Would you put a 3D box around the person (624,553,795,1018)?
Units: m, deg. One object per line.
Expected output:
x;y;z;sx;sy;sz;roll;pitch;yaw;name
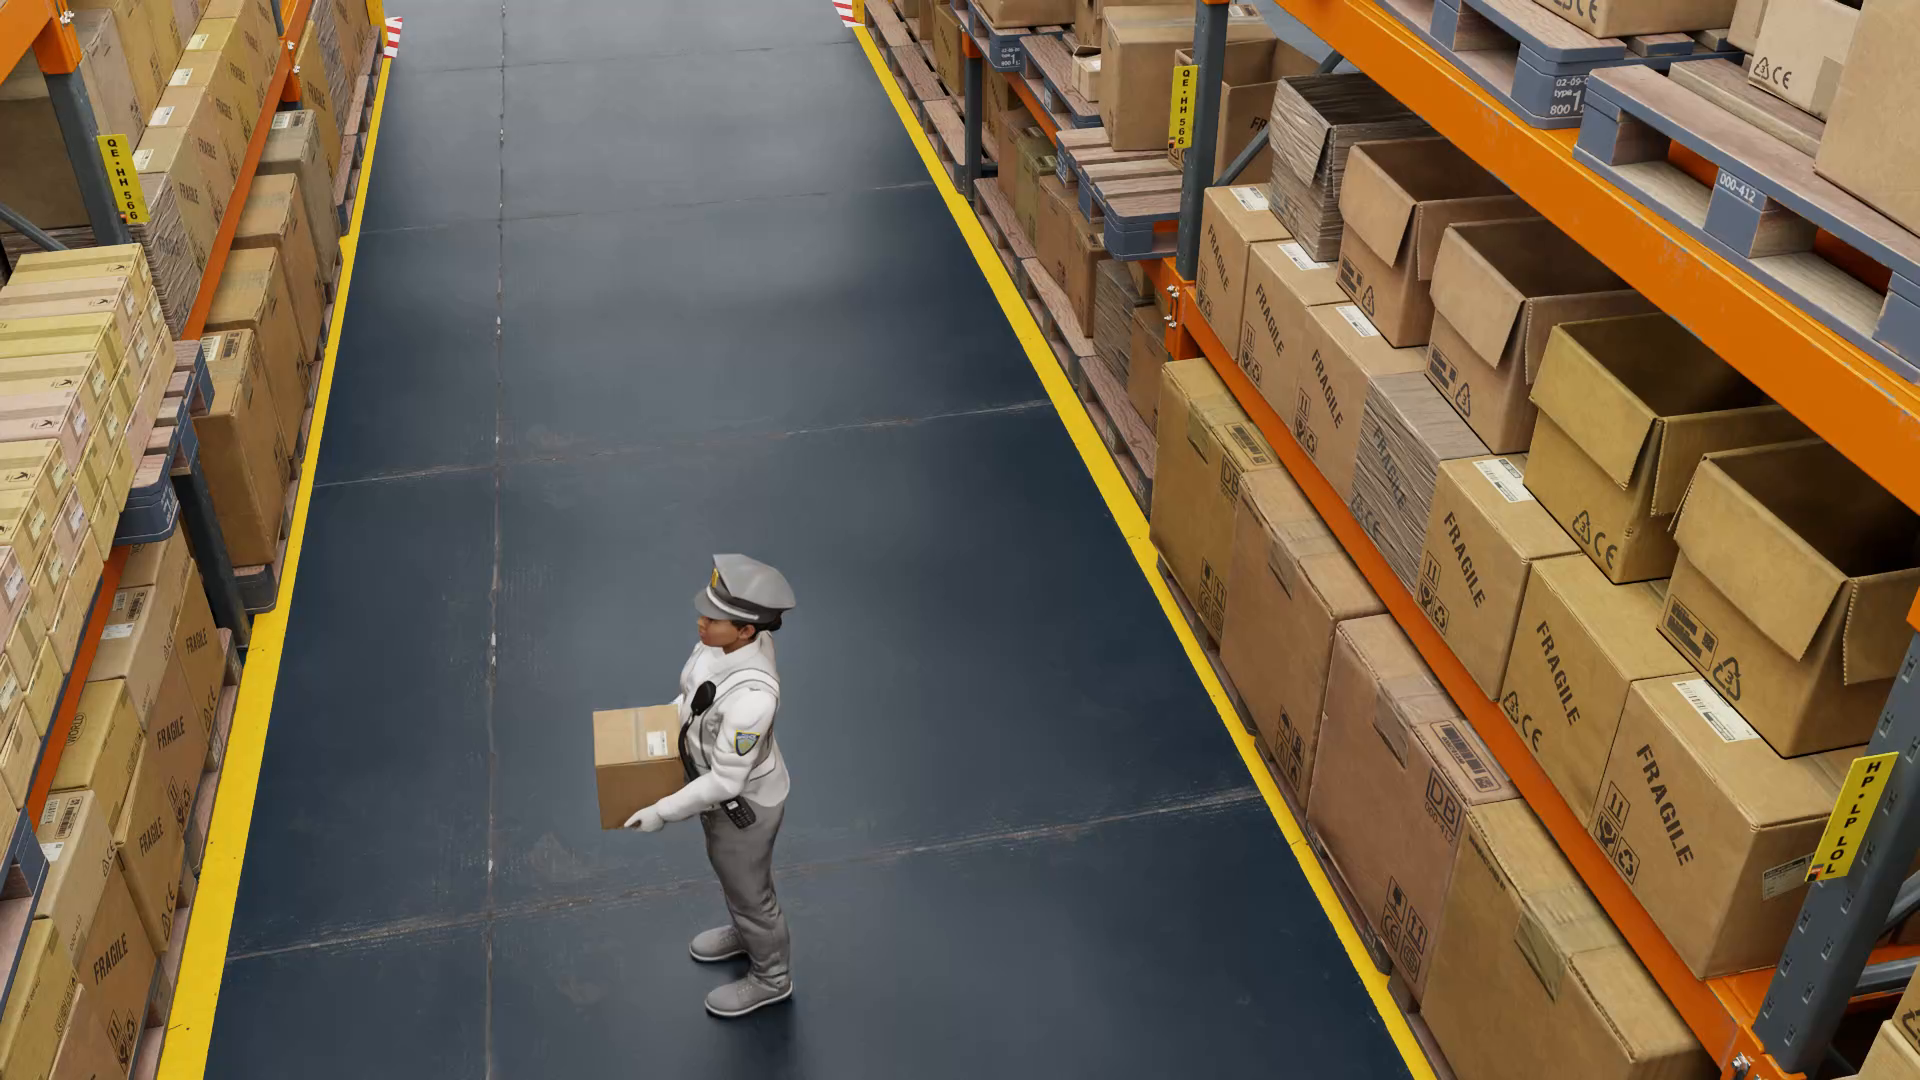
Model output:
-0.734;0.769;4.995;0.552;1.697;0.468;-9;35;-12;person
